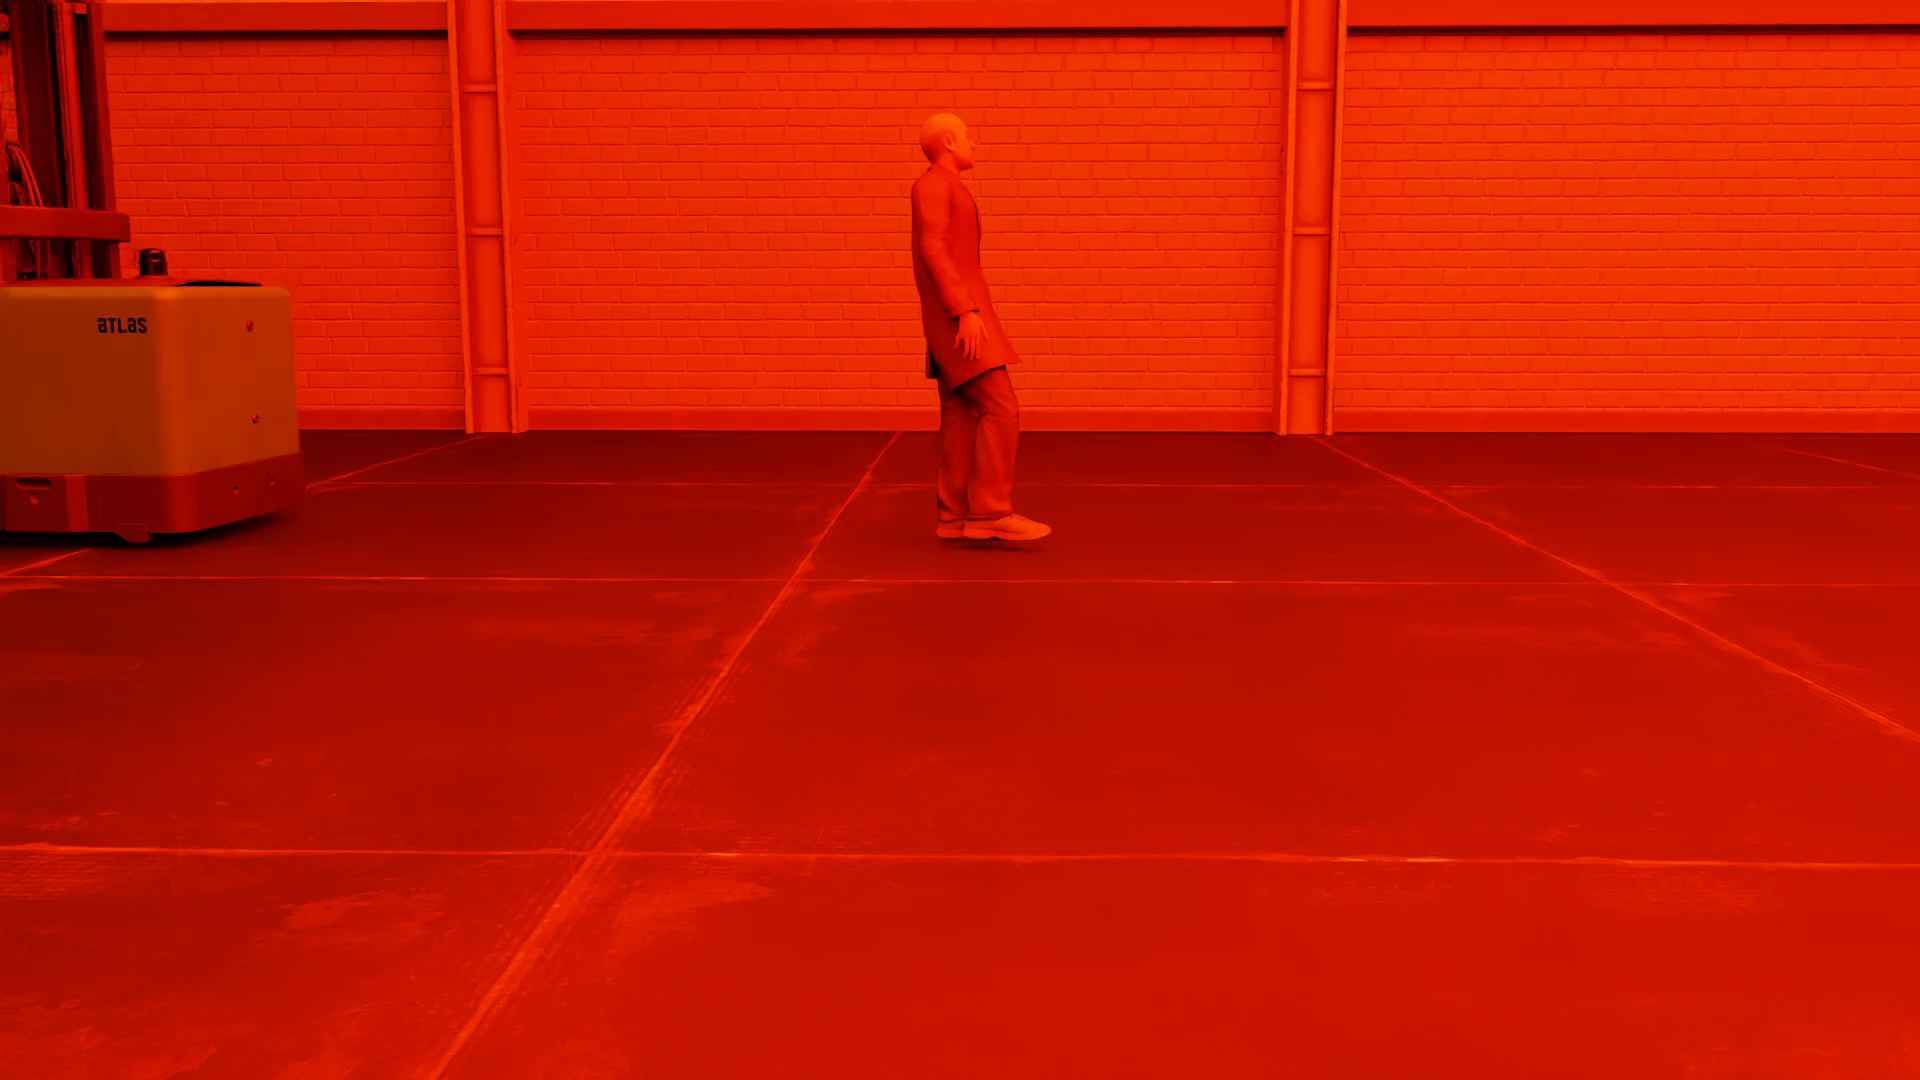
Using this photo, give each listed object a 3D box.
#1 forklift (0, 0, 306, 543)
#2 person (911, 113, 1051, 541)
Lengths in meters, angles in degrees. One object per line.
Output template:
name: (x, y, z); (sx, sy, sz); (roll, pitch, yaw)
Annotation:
forklift: (-4.607, -1.506, 7.282); (3.031, 2.935, 1.130); (1, 9, 6)
person: (0.091, -0.885, 6.985); (0.583, 1.775, 0.696); (0, 9, 1)
